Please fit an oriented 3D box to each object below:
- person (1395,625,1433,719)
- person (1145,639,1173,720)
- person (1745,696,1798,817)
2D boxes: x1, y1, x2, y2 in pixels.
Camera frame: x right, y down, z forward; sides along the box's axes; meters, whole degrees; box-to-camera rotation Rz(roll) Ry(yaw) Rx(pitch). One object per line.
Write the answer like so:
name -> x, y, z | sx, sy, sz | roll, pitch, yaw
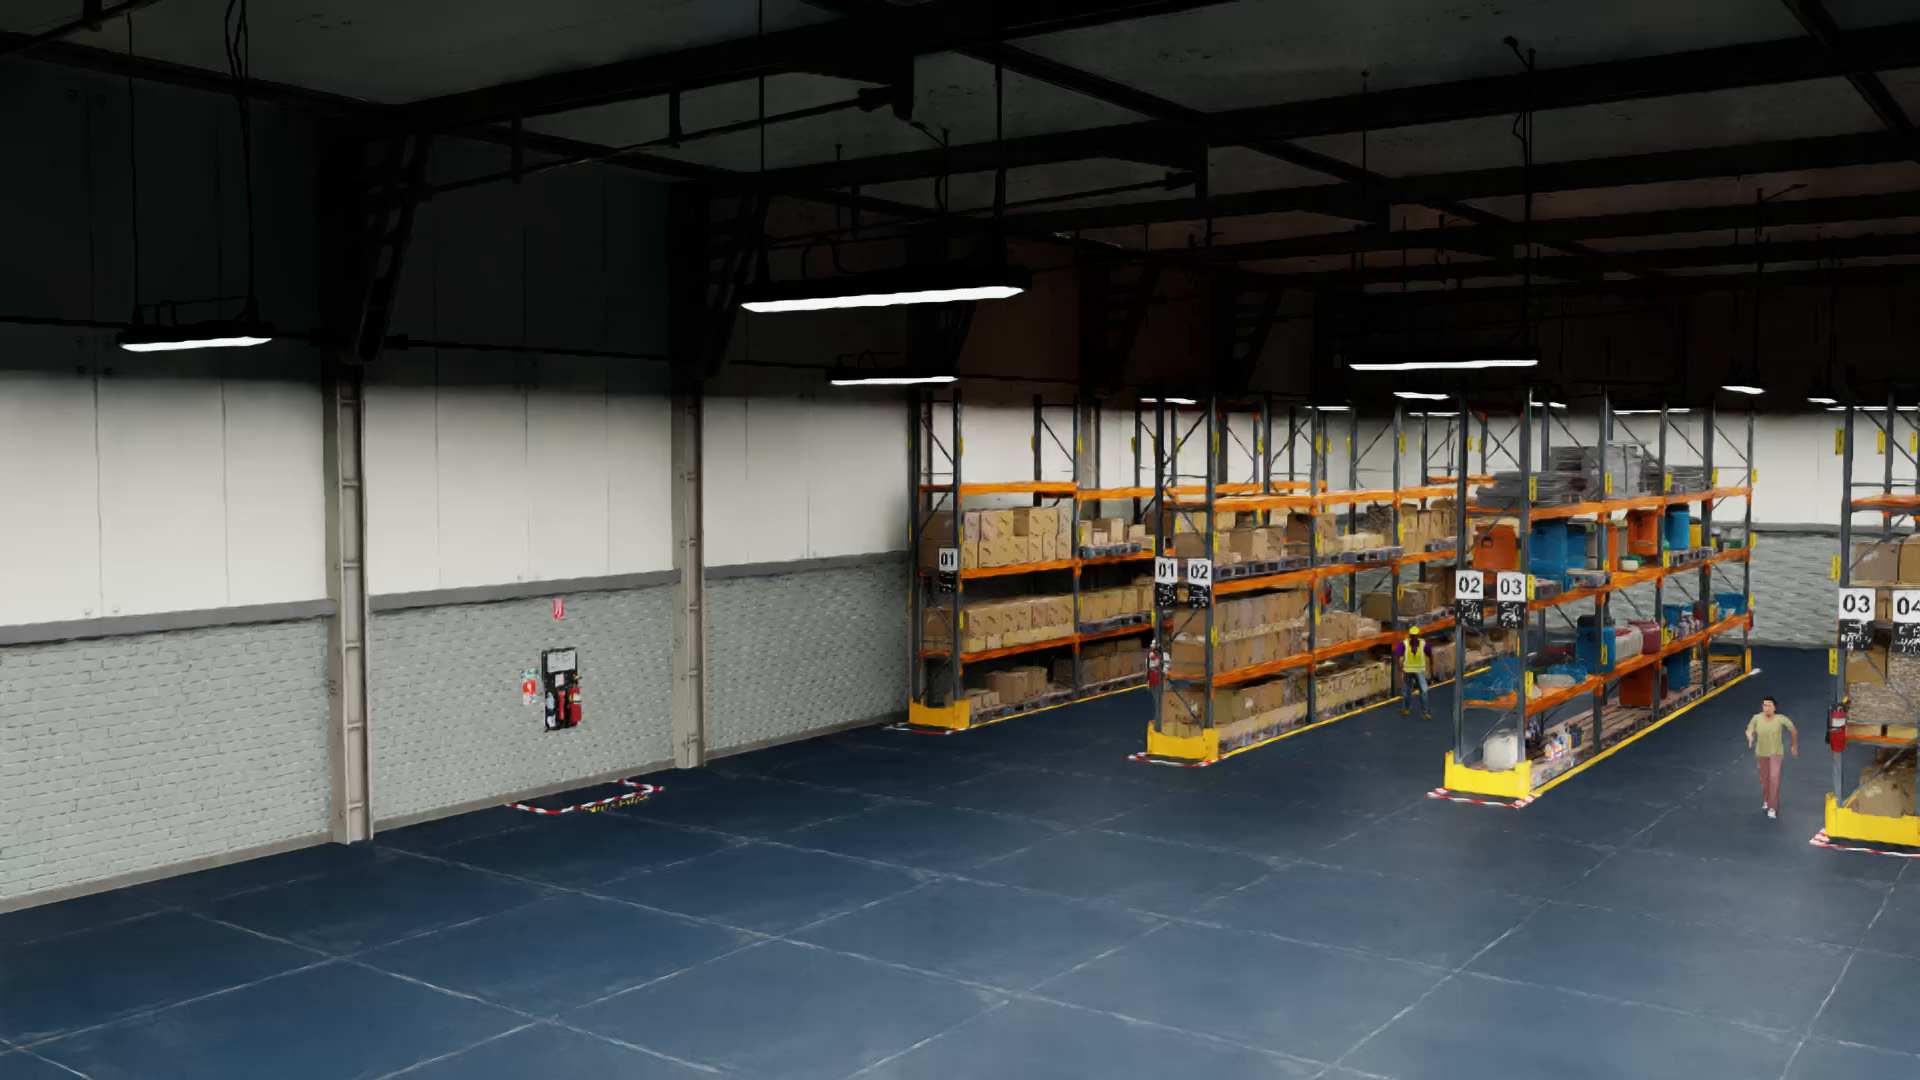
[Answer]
person -> 8.359, 2.405, 30.568 | 0.698, 1.701, 0.825 | 1, 3, 19
person -> 3.503, 2.520, 29.430 | 0.497, 1.583, 1.090 | 3, 4, 38
person -> 11.029, 2.907, 22.642 | 0.603, 1.600, 0.799 | 3, 4, 41
